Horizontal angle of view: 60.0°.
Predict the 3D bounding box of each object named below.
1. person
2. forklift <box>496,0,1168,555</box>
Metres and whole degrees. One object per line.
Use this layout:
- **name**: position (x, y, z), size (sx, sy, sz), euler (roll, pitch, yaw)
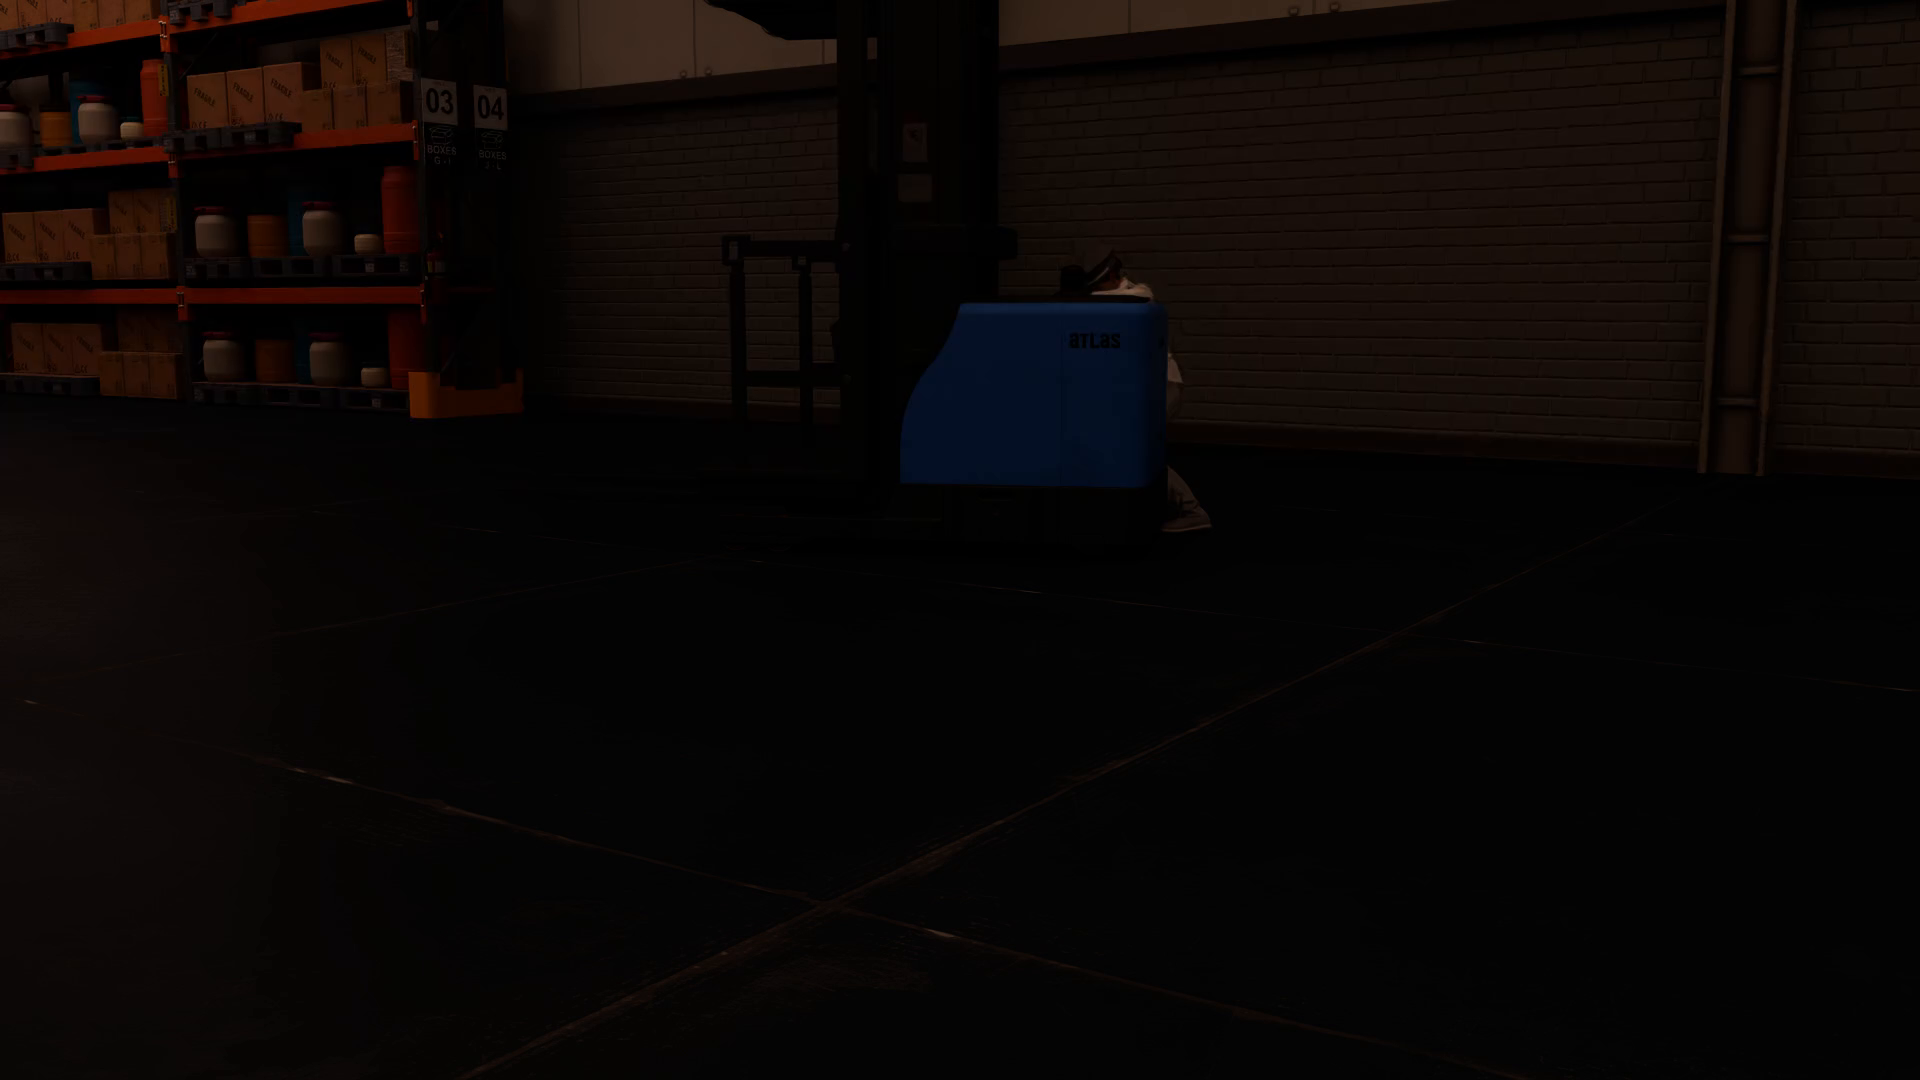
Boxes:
- **person**: position (0.723, -0.772, 8.249), size (0.922, 1.374, 1.145), euler (0, 8, -1)
- **forklift**: position (-0.596, -1.469, 7.520), size (3.031, 2.935, 1.130), euler (2, 8, 12)
